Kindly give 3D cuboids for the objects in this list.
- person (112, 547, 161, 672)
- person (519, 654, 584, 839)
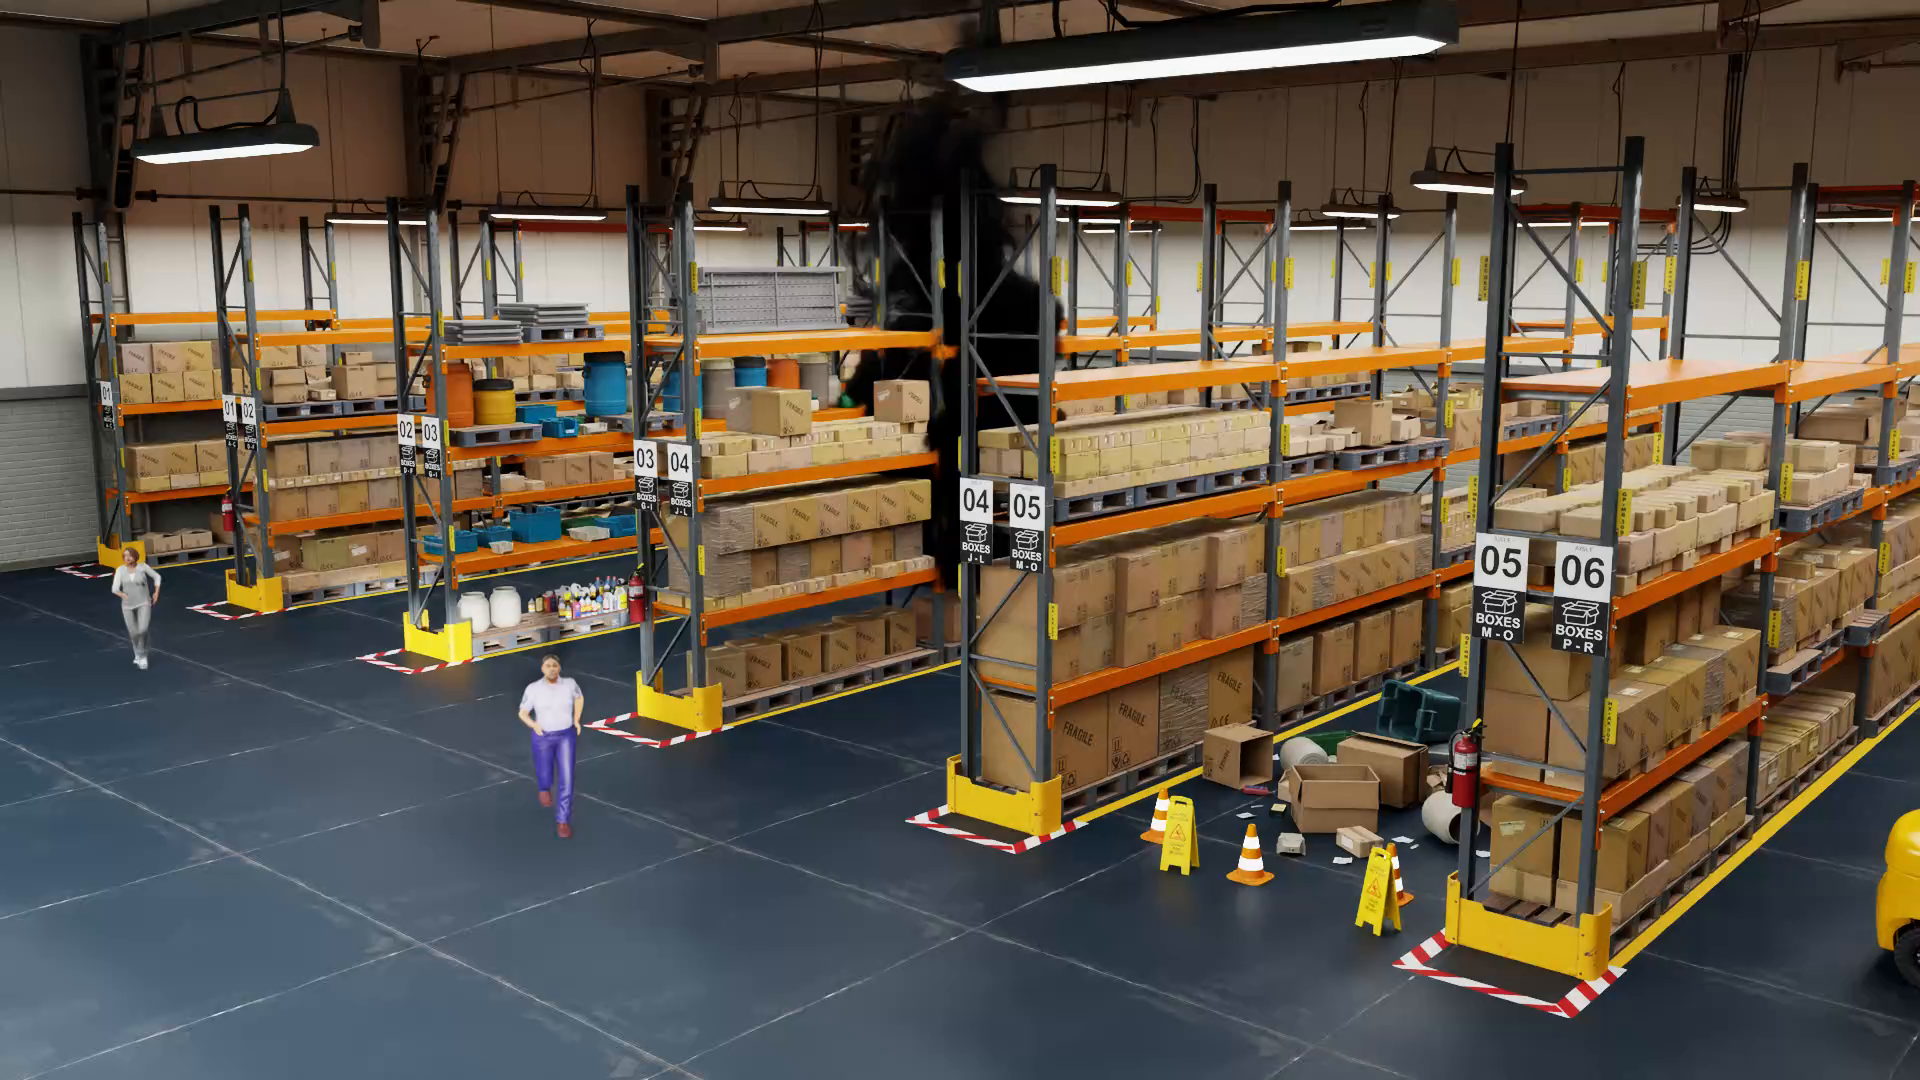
[{"bbox_3d":[-10.536,0.874,21.290,0.543,1.596,0.672,-3,10,-16],"label":"person"},{"bbox_3d":[-3.738,1.847,15.317,0.607,1.640,0.849,-4,10,-20],"label":"person"}]
